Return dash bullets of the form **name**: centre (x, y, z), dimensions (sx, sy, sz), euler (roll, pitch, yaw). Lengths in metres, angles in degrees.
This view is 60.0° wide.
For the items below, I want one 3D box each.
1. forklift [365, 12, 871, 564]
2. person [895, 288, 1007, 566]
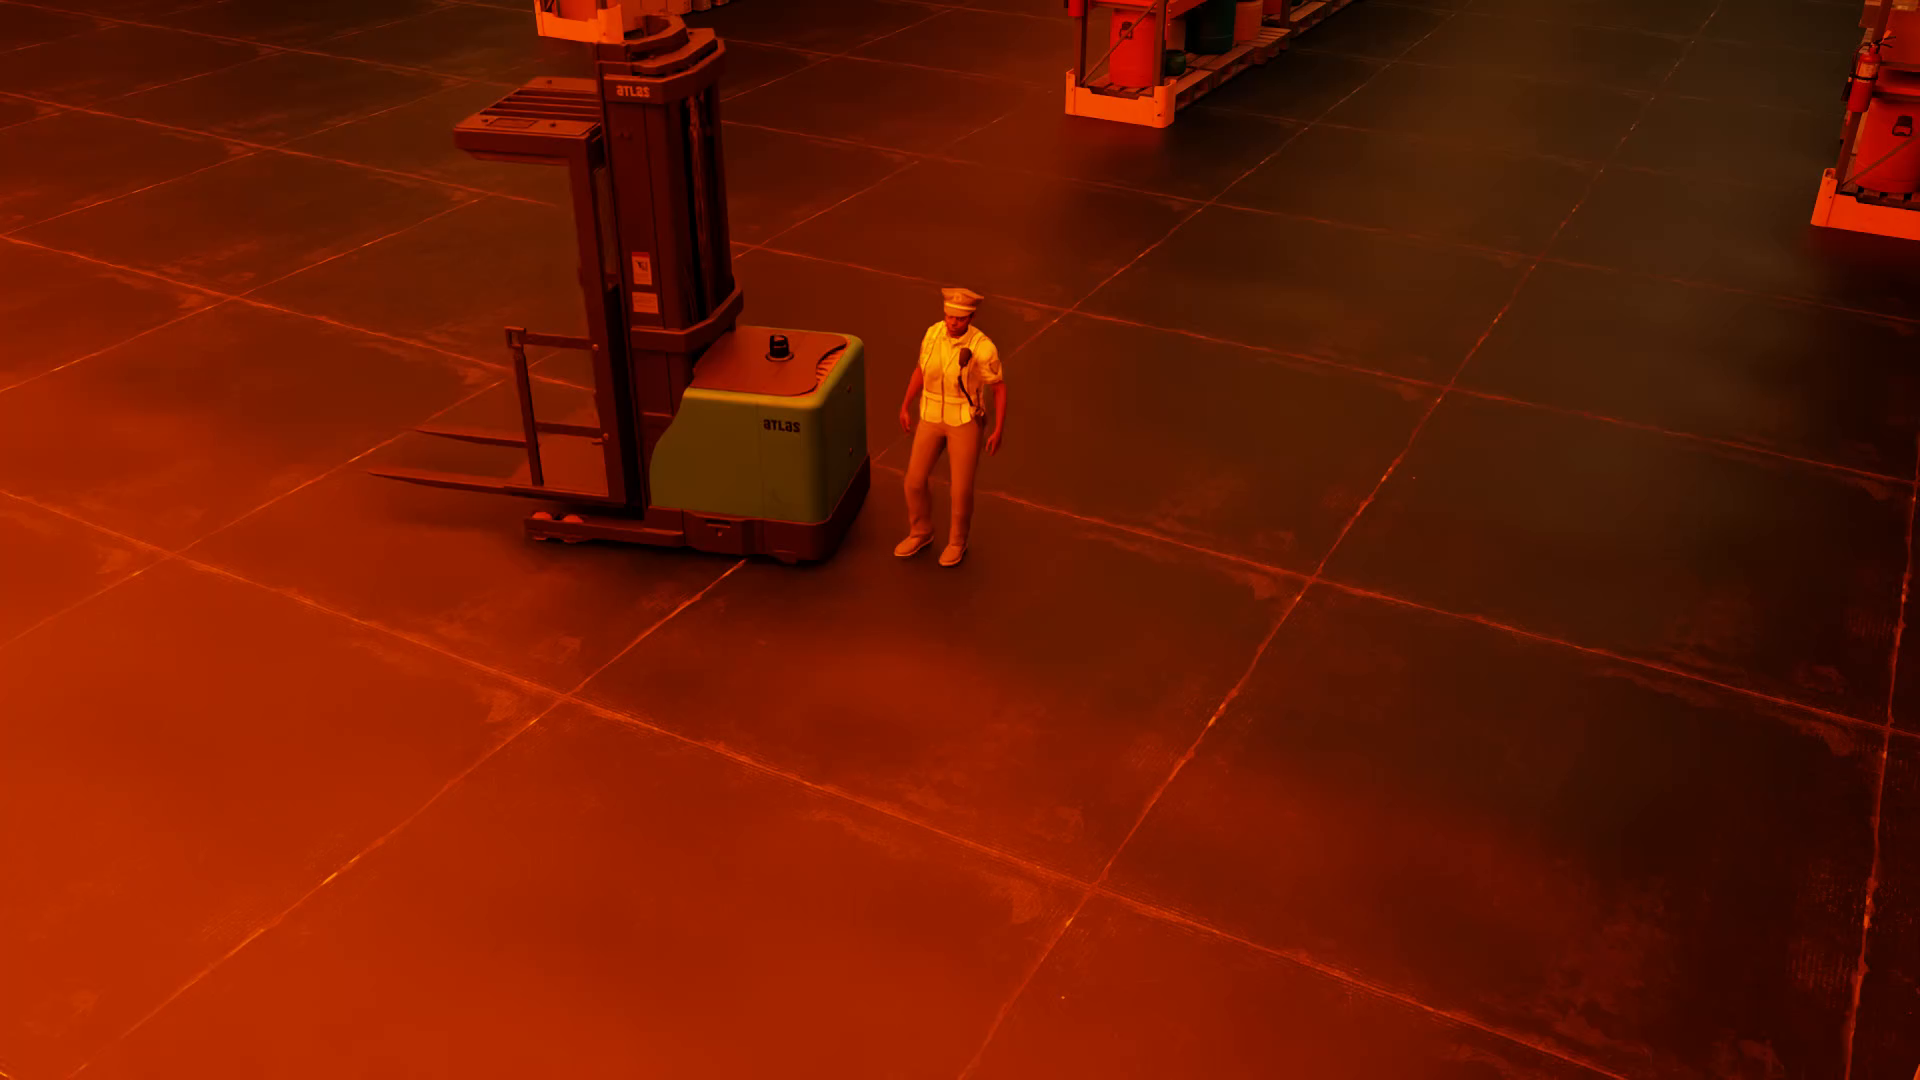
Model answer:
- **forklift**: centre (-2.134, -1.498, 9.667), dimensions (3.031, 2.935, 1.130), euler (6, 31, 11)
- **person**: centre (-0.060, -0.659, 9.491), dimensions (0.630, 1.661, 0.438), euler (13, 32, 21)
